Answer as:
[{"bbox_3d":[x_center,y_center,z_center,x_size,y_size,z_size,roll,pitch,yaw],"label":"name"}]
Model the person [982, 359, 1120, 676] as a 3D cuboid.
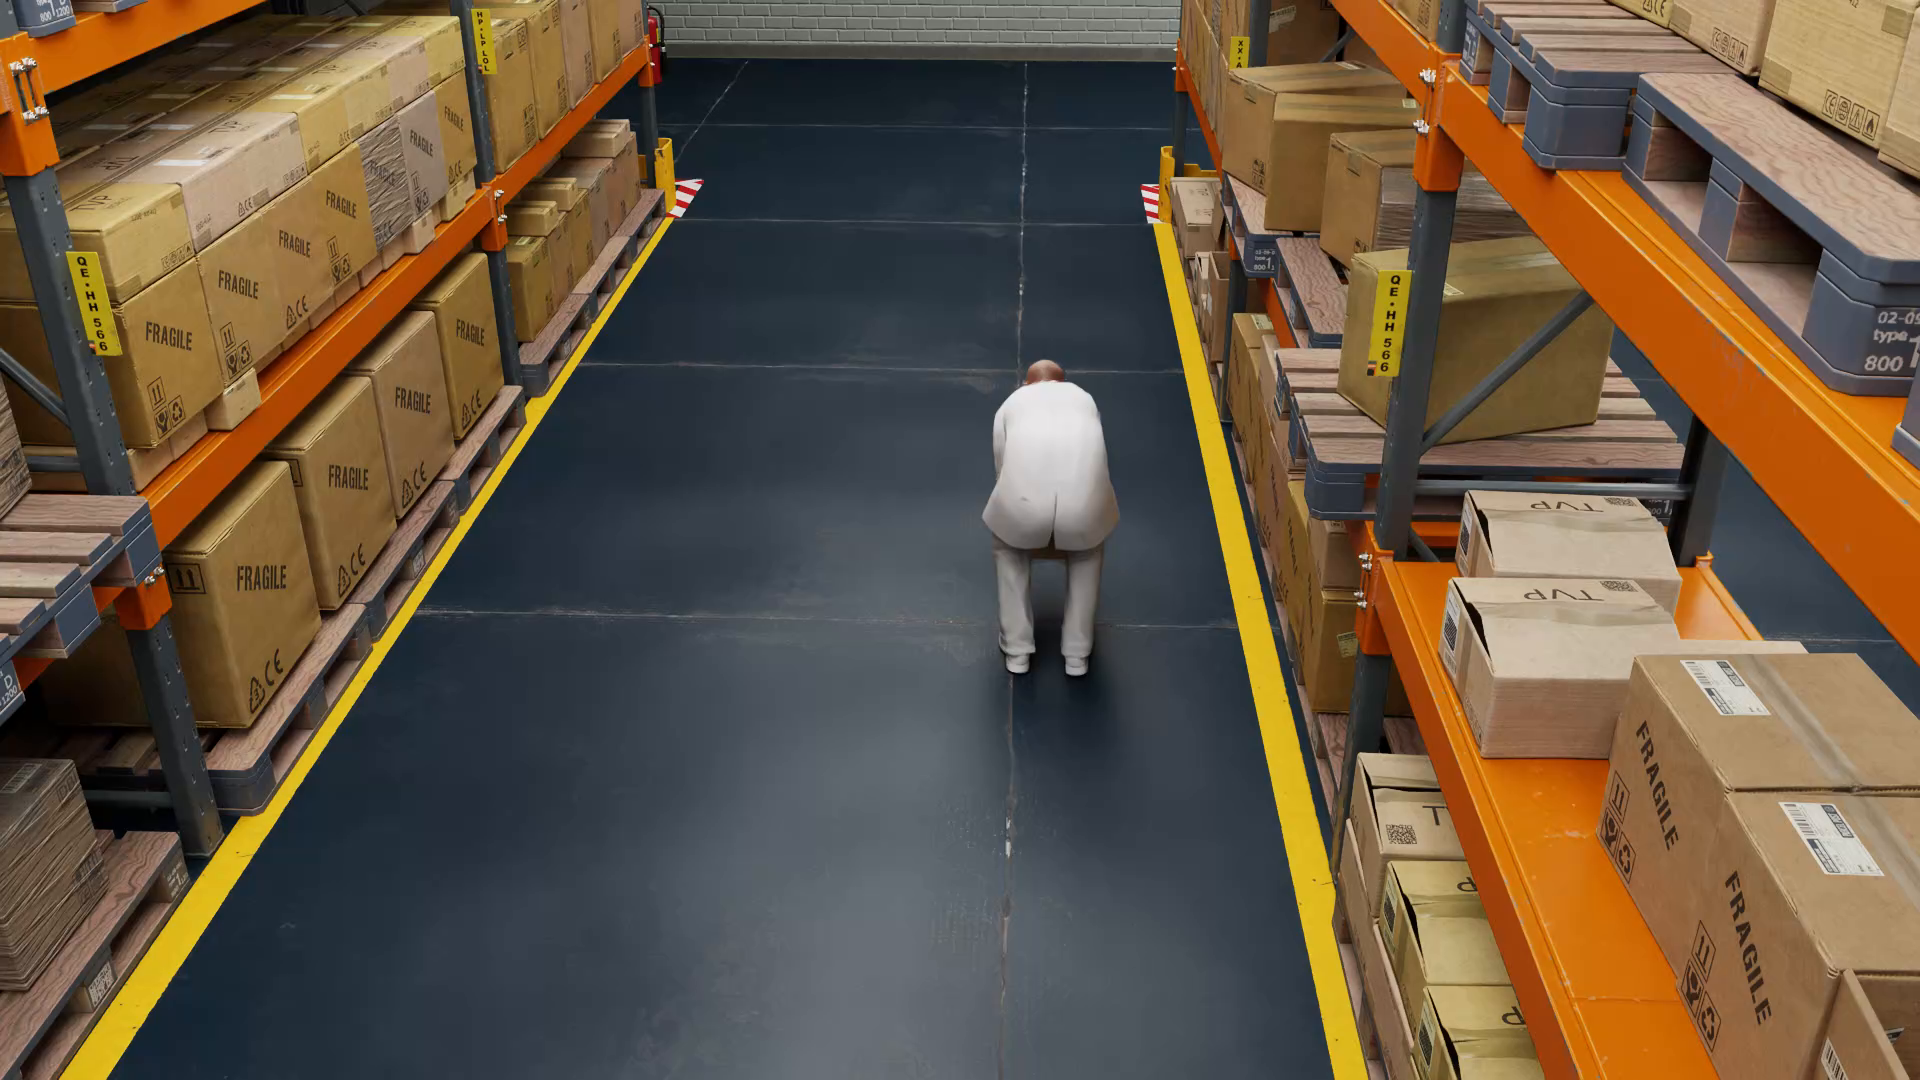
[{"bbox_3d":[0.373,-0.109,7.035,0.568,1.140,0.948,0,28,0],"label":"person"}]
